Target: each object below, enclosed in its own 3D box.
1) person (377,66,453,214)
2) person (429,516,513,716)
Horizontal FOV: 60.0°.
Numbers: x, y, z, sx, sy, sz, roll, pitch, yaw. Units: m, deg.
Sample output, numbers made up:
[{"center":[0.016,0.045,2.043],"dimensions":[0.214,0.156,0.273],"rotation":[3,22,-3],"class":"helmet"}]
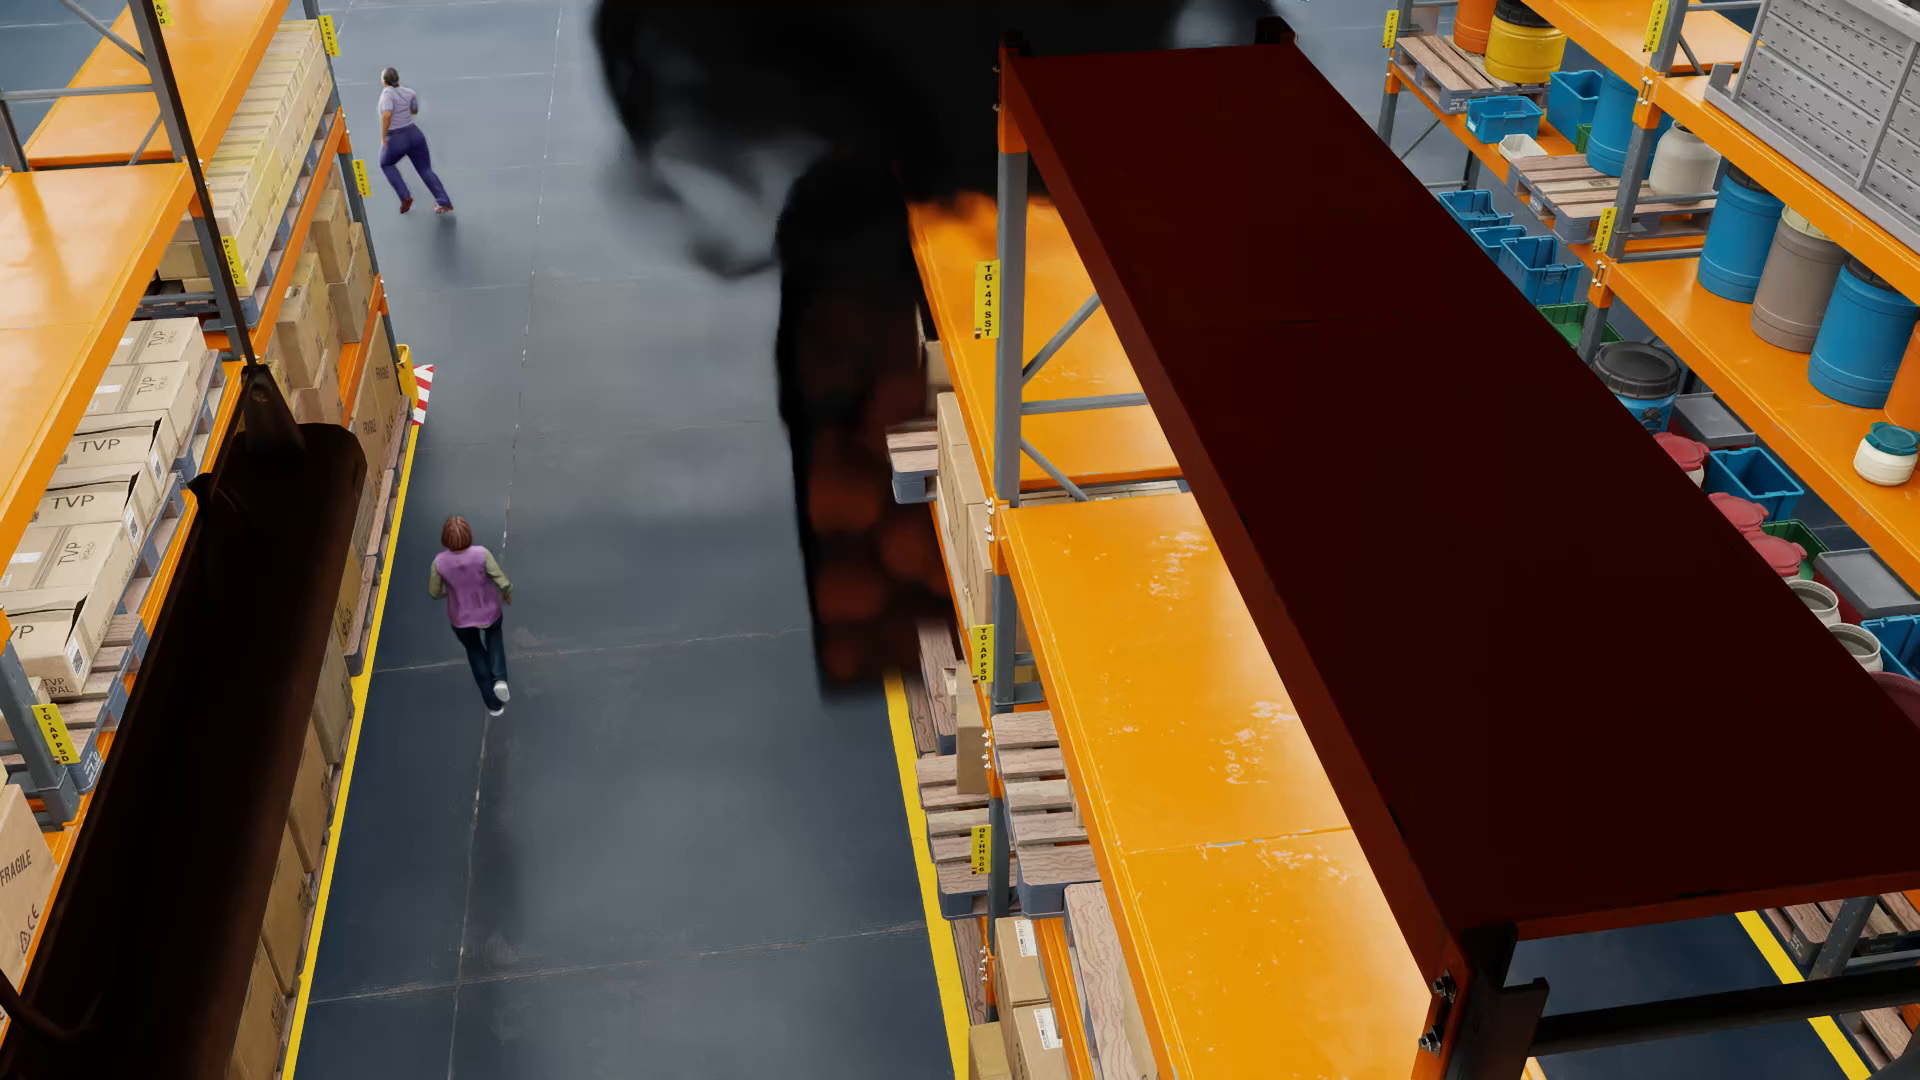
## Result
[{"center":[-5.966,-4.244,17.858],"dimensions":[0.858,1.669,0.611],"rotation":[26,44,31],"class":"person"},{"center":[-3.200,0.464,11.019],"dimensions":[0.531,1.570,0.494],"rotation":[-10,37,-13],"class":"person"}]
